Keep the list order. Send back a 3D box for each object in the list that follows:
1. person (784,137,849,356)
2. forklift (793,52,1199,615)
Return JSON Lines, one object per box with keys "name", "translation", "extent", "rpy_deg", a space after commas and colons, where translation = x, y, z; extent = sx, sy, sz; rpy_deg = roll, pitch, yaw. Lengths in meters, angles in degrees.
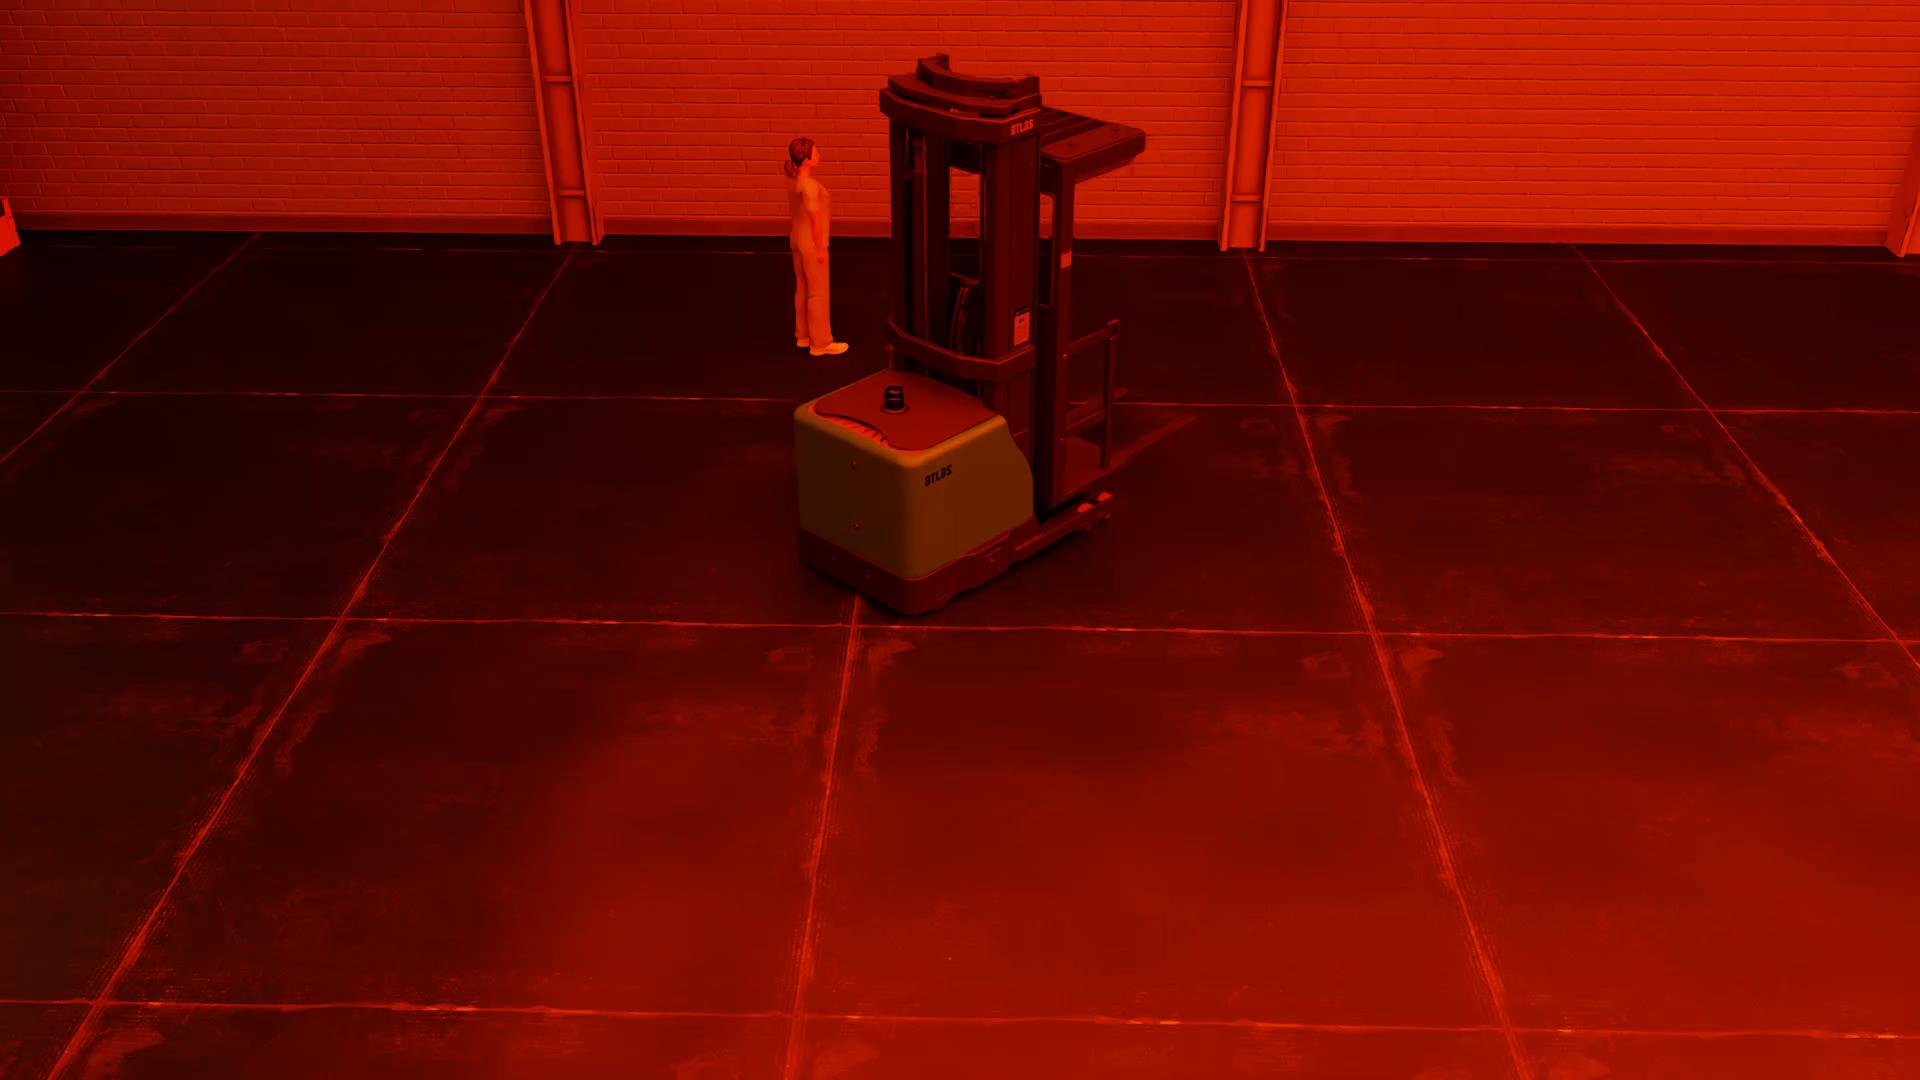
{"name": "person", "translation": [-1.129, -2.239, 12.652], "extent": [0.379, 1.671, 0.436], "rpy_deg": [-17, 34, -26]}
{"name": "forklift", "translation": [0.380, -1.487, 10.137], "extent": [1.130, 2.935, 3.031], "rpy_deg": [25, 39, 36]}
